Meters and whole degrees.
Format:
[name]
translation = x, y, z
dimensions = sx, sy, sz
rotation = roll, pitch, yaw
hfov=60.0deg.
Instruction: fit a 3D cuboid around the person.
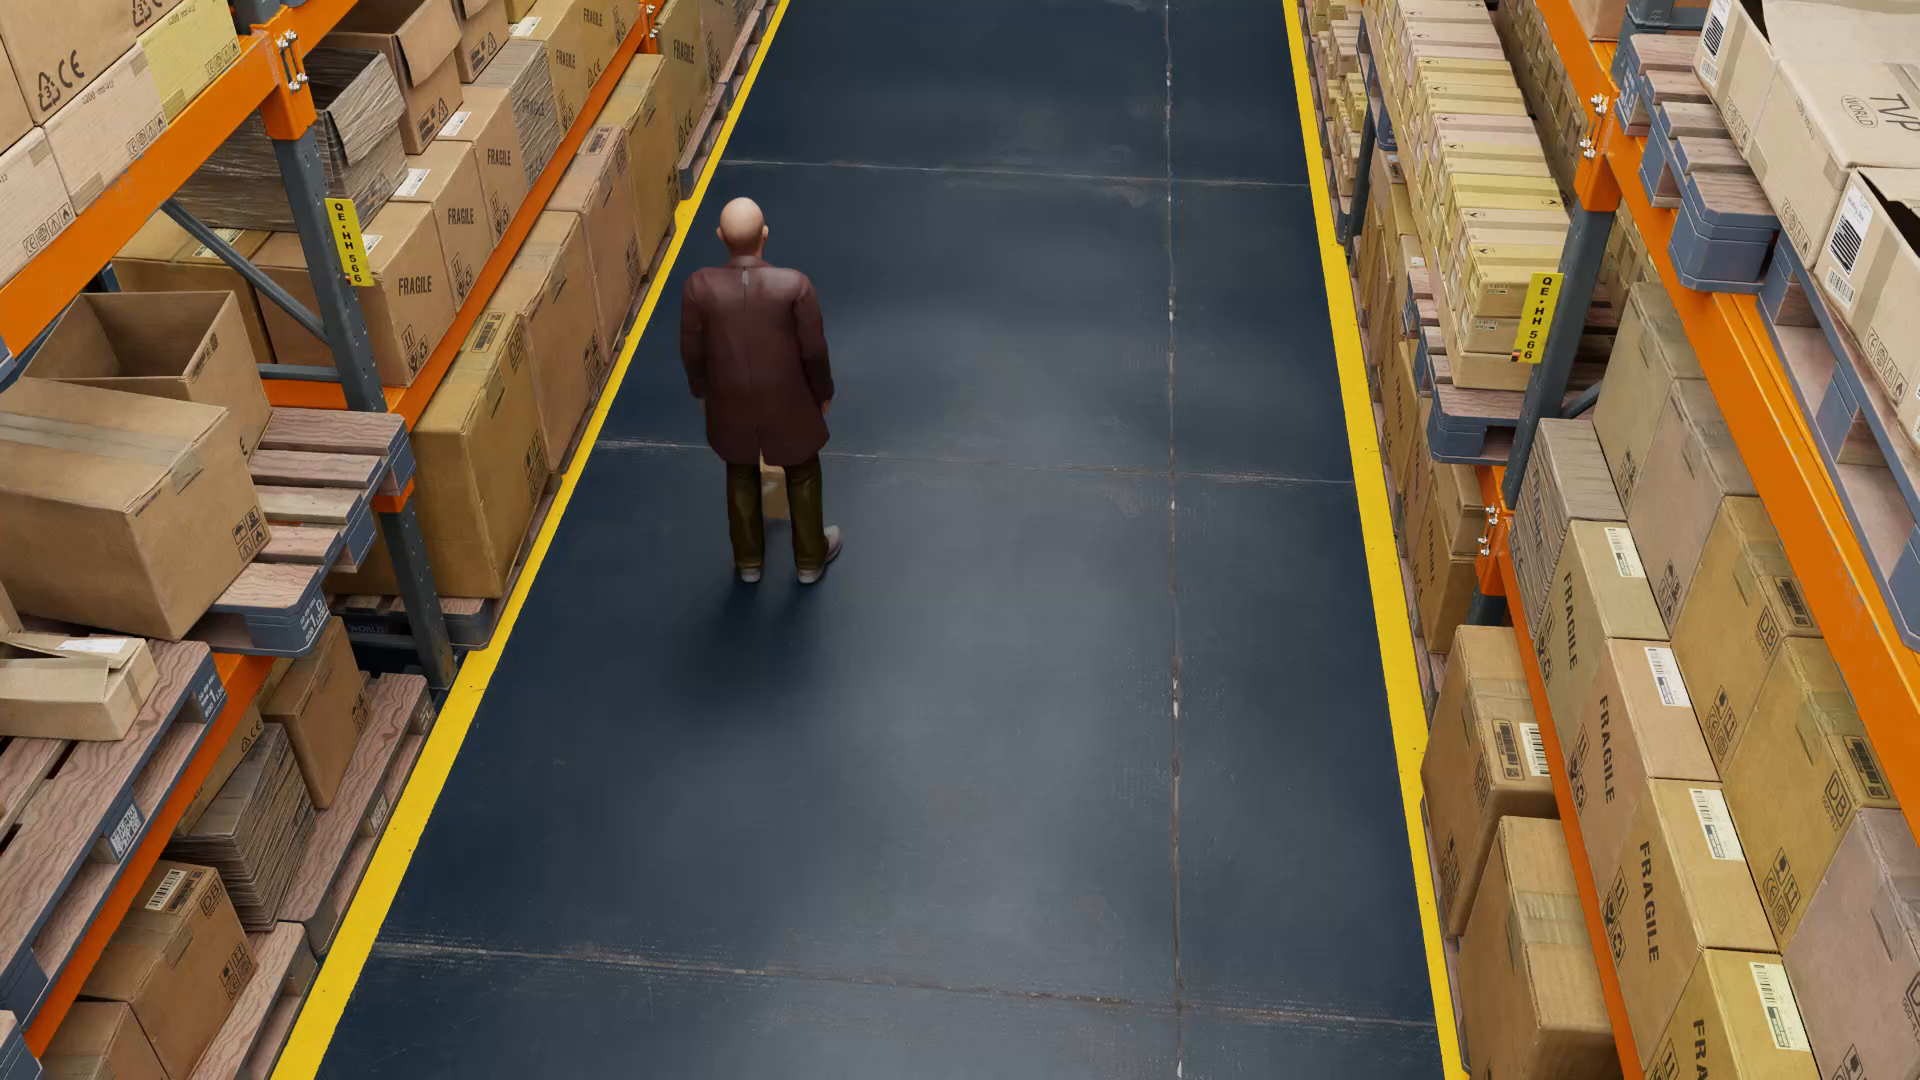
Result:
[person]
translation = -0.821, -0.585, 6.876
dimensions = 0.606, 1.775, 0.425
rotation = 2, 40, 2
